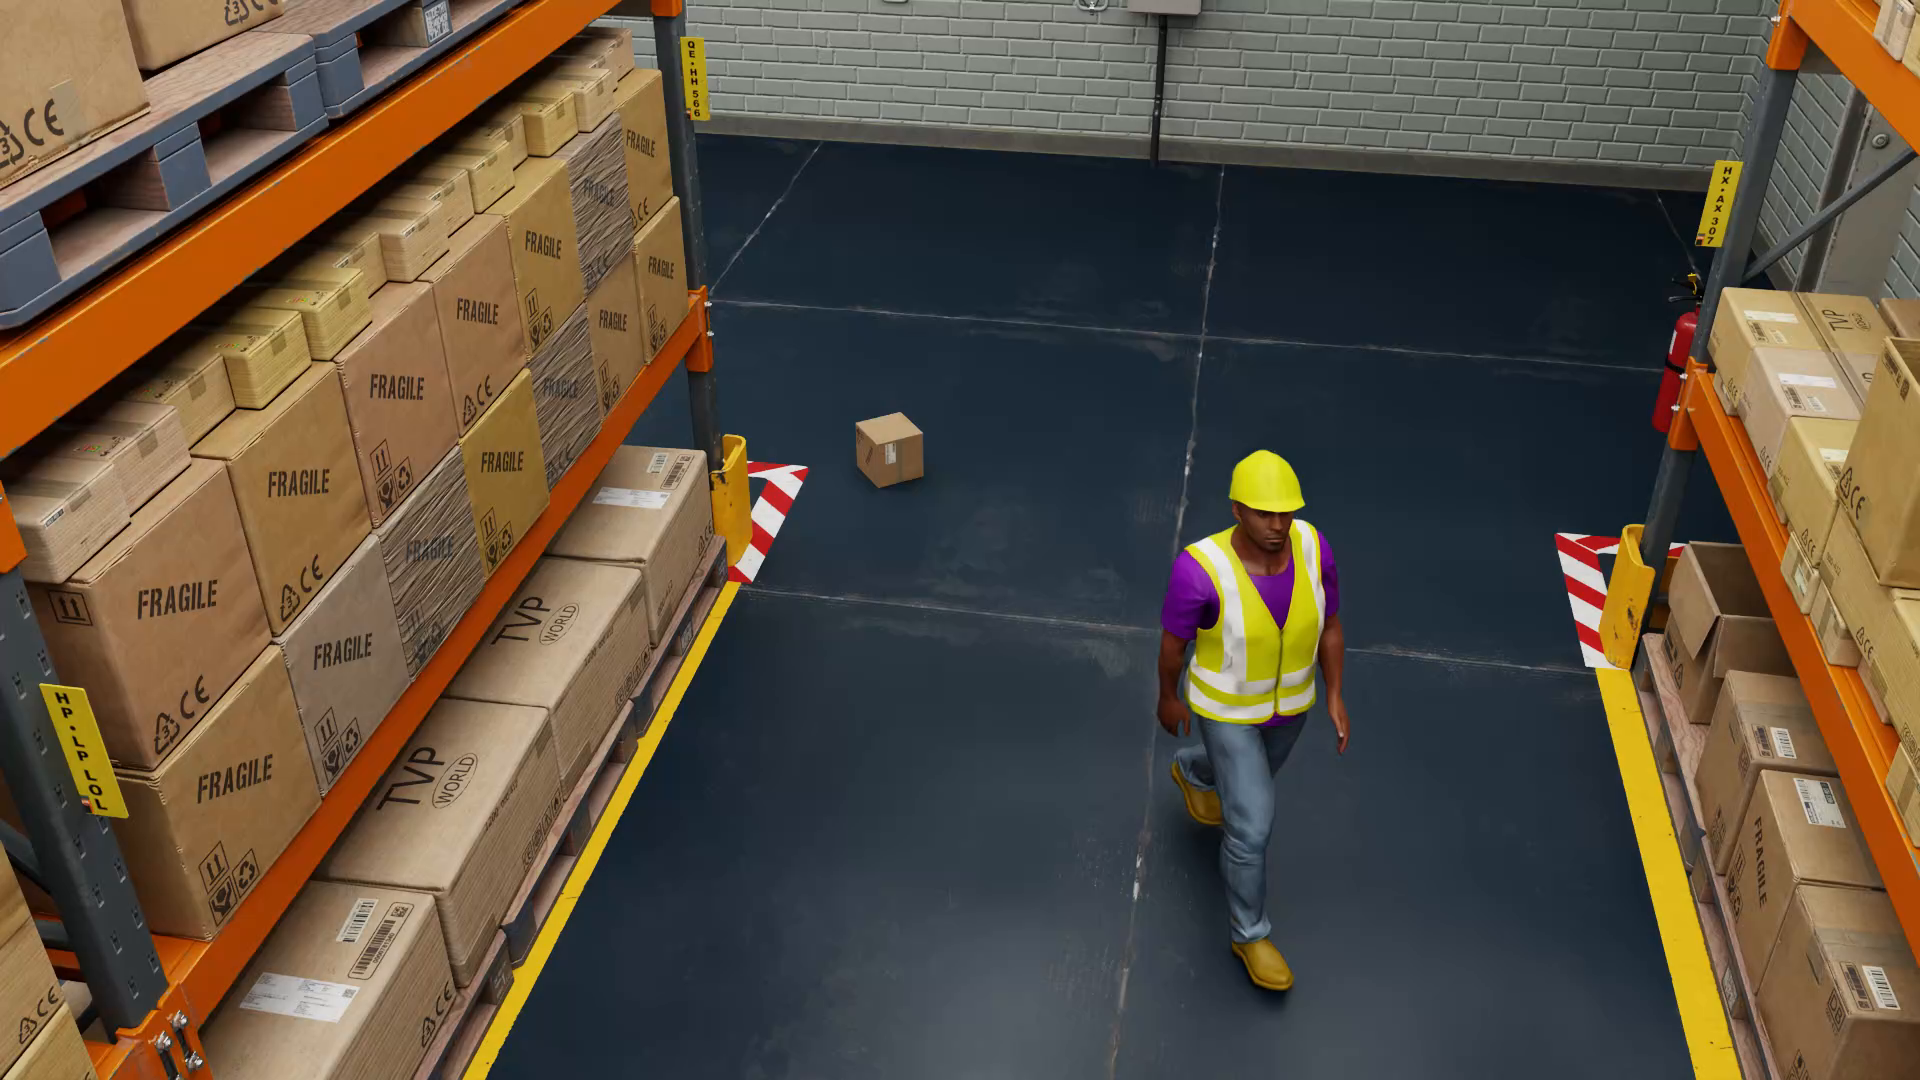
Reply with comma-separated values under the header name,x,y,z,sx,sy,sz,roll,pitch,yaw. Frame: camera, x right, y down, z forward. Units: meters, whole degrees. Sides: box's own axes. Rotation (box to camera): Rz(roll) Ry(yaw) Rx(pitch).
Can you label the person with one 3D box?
name,x,y,z,sx,sy,sz,roll,pitch,yaw
person,0.931,0.493,5.331,0.562,1.728,1.019,-13,34,-19
